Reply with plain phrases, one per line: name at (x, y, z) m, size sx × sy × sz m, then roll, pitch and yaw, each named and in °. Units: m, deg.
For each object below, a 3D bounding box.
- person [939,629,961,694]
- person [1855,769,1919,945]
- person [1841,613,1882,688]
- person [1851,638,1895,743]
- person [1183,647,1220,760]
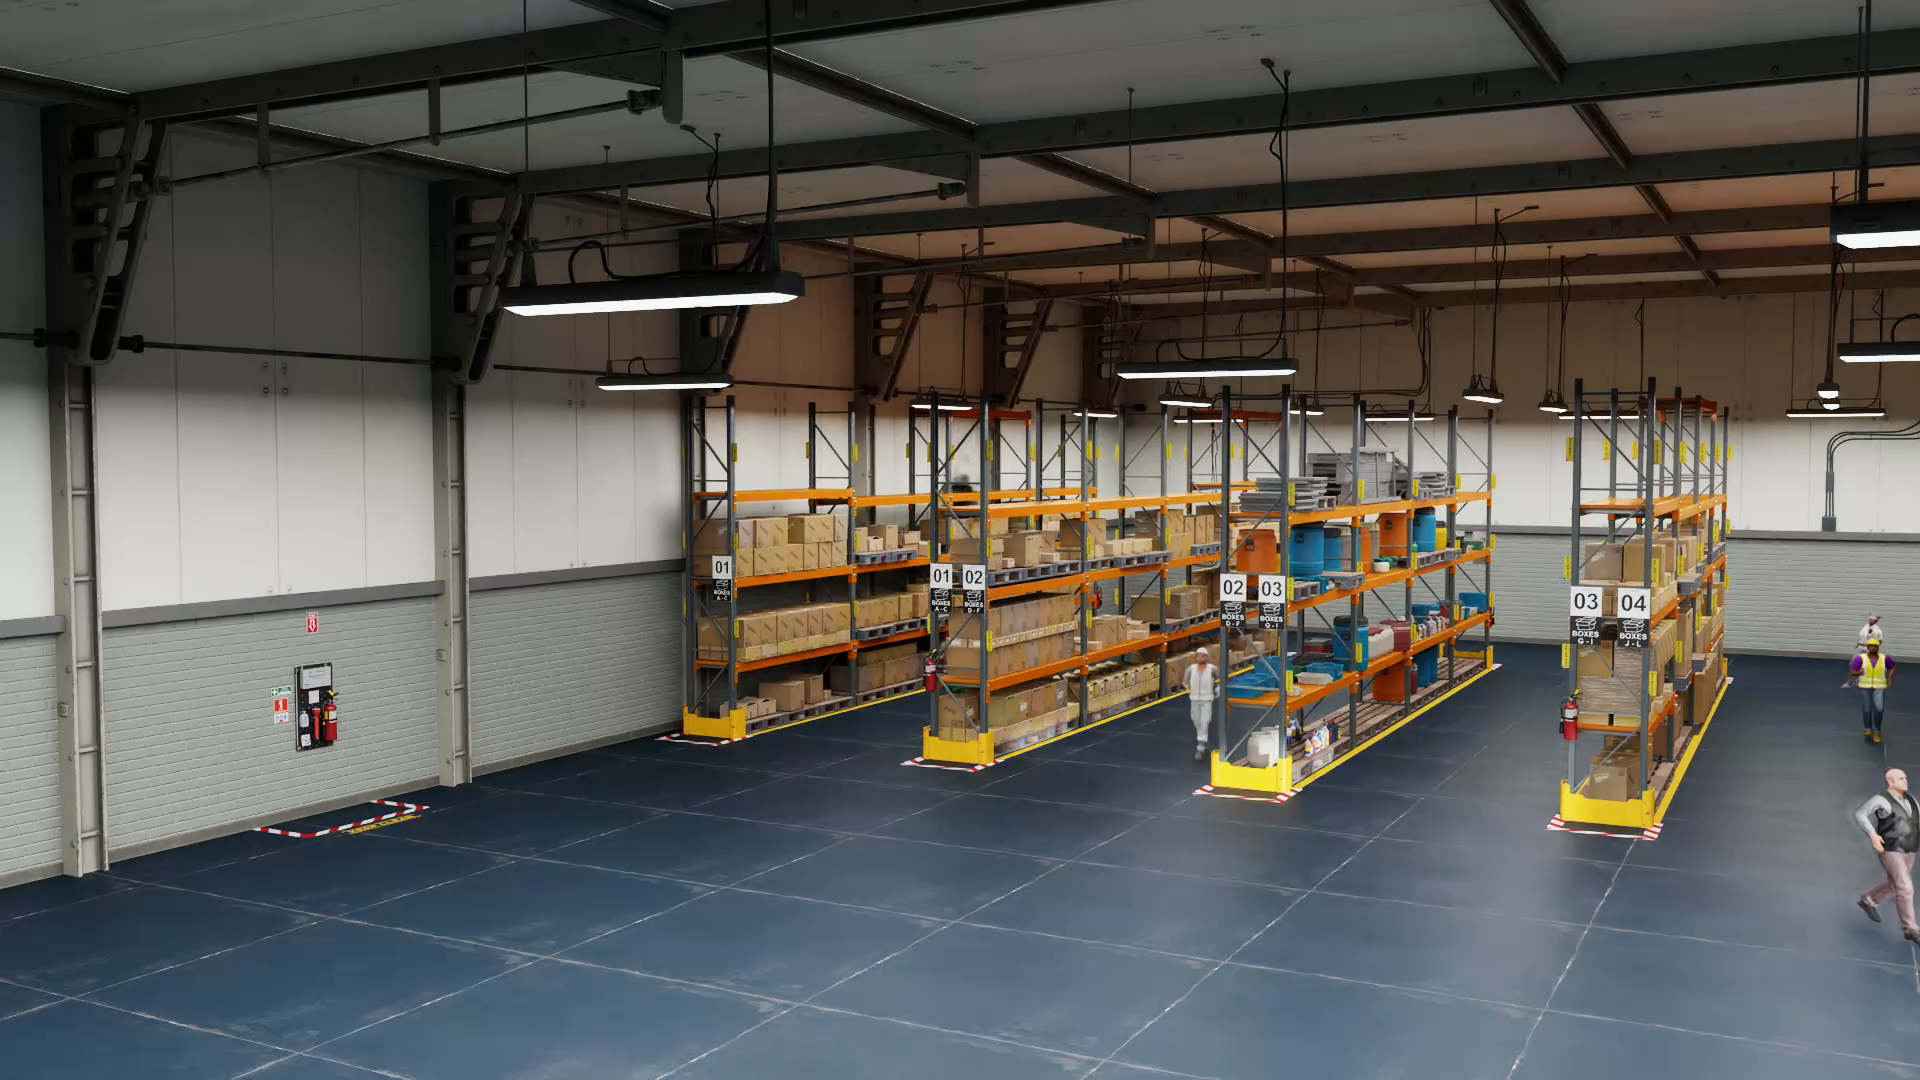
person at (-0.120, 2.478, 30.676) m, size 0.632 × 1.832 × 0.765 m, roll 1°, pitch 3°, yaw 21°
person at (9.649, 3.214, 17.139) m, size 0.655 × 1.712 × 0.963 m, roll -1°, pitch 3°, yaw -23°
person at (19.163, 2.356, 35.175) m, size 0.580 × 1.671 × 0.733 m, roll -1°, pitch 3°, yaw -19°
person at (15.815, 2.607, 28.834) m, size 0.656 × 1.812 × 0.706 m, roll 2°, pitch 3°, yaw 29°
person at (3.968, 2.650, 27.270) m, size 0.656 × 1.786 × 0.987 m, roll 1°, pitch 3°, yaw 23°
